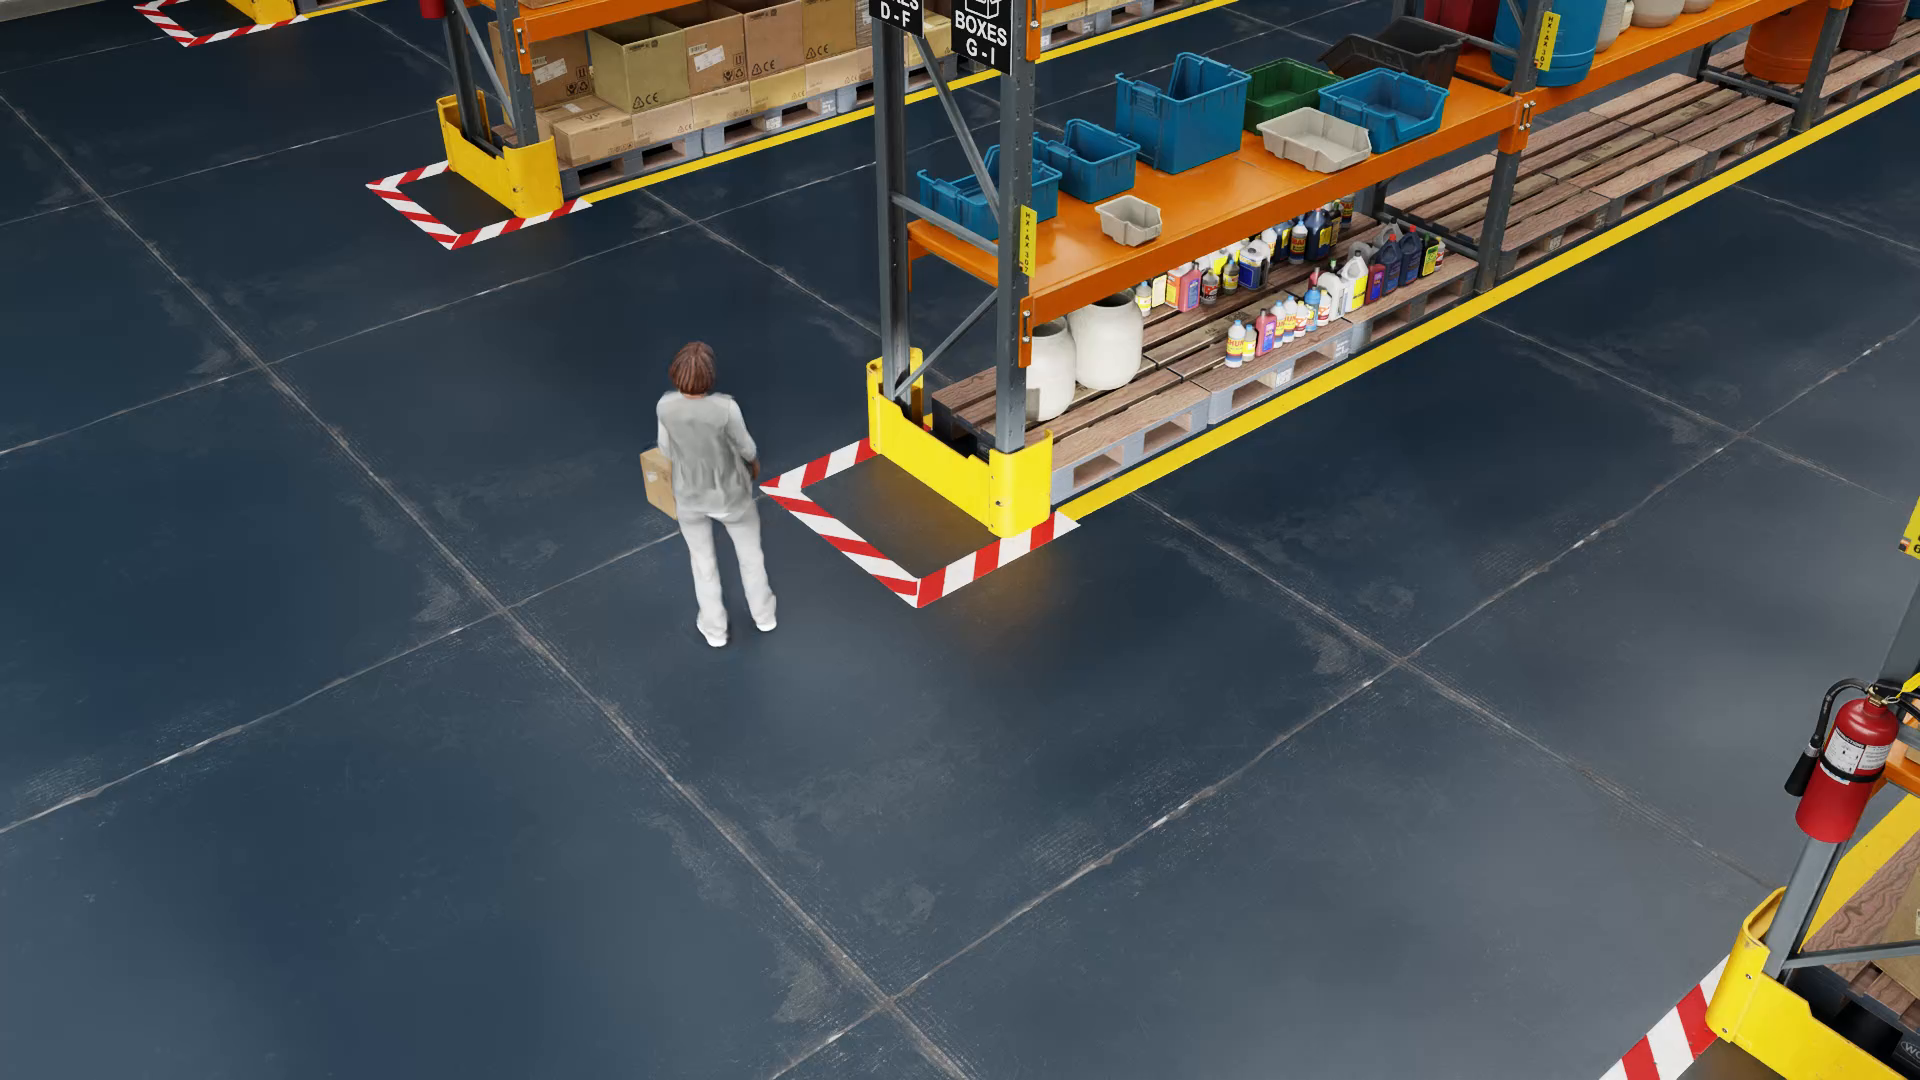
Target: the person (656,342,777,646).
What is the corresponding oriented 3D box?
[{"bbox_3d":[-1.086,-0.226,7.379,0.444,1.595,0.451,3,36,4],"label":"person"}]
